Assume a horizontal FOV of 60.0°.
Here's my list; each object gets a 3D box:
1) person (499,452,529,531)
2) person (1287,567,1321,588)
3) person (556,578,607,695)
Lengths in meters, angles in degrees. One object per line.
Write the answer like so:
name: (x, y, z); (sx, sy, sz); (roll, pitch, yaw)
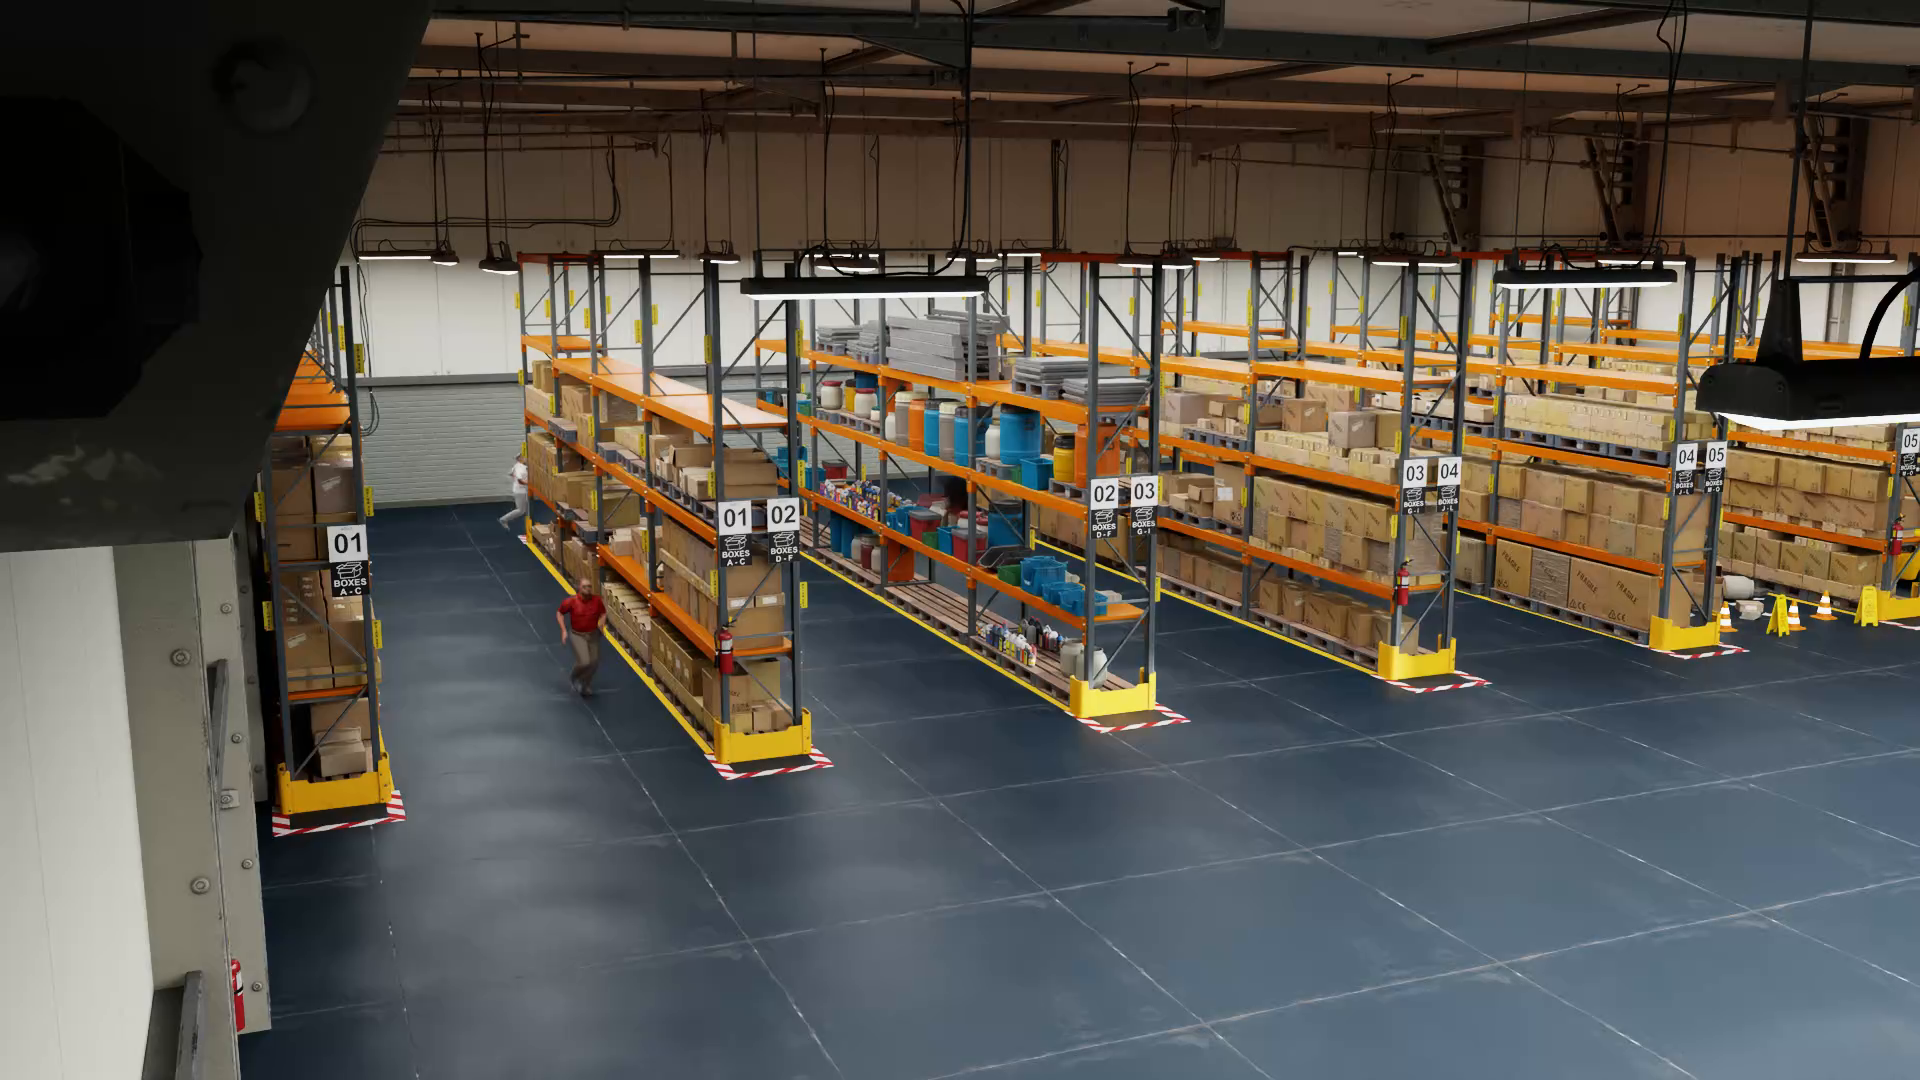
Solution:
person: (-9.470, -1.015, 35.719); (0.932, 1.796, 0.672); (-3, 11, -18)
person: (6.395, 0.010, 30.475); (0.729, 1.726, 1.033); (-5, 11, -25)
person: (-5.161, 1.351, 22.947); (0.651, 1.669, 0.671); (-7, 13, -34)
